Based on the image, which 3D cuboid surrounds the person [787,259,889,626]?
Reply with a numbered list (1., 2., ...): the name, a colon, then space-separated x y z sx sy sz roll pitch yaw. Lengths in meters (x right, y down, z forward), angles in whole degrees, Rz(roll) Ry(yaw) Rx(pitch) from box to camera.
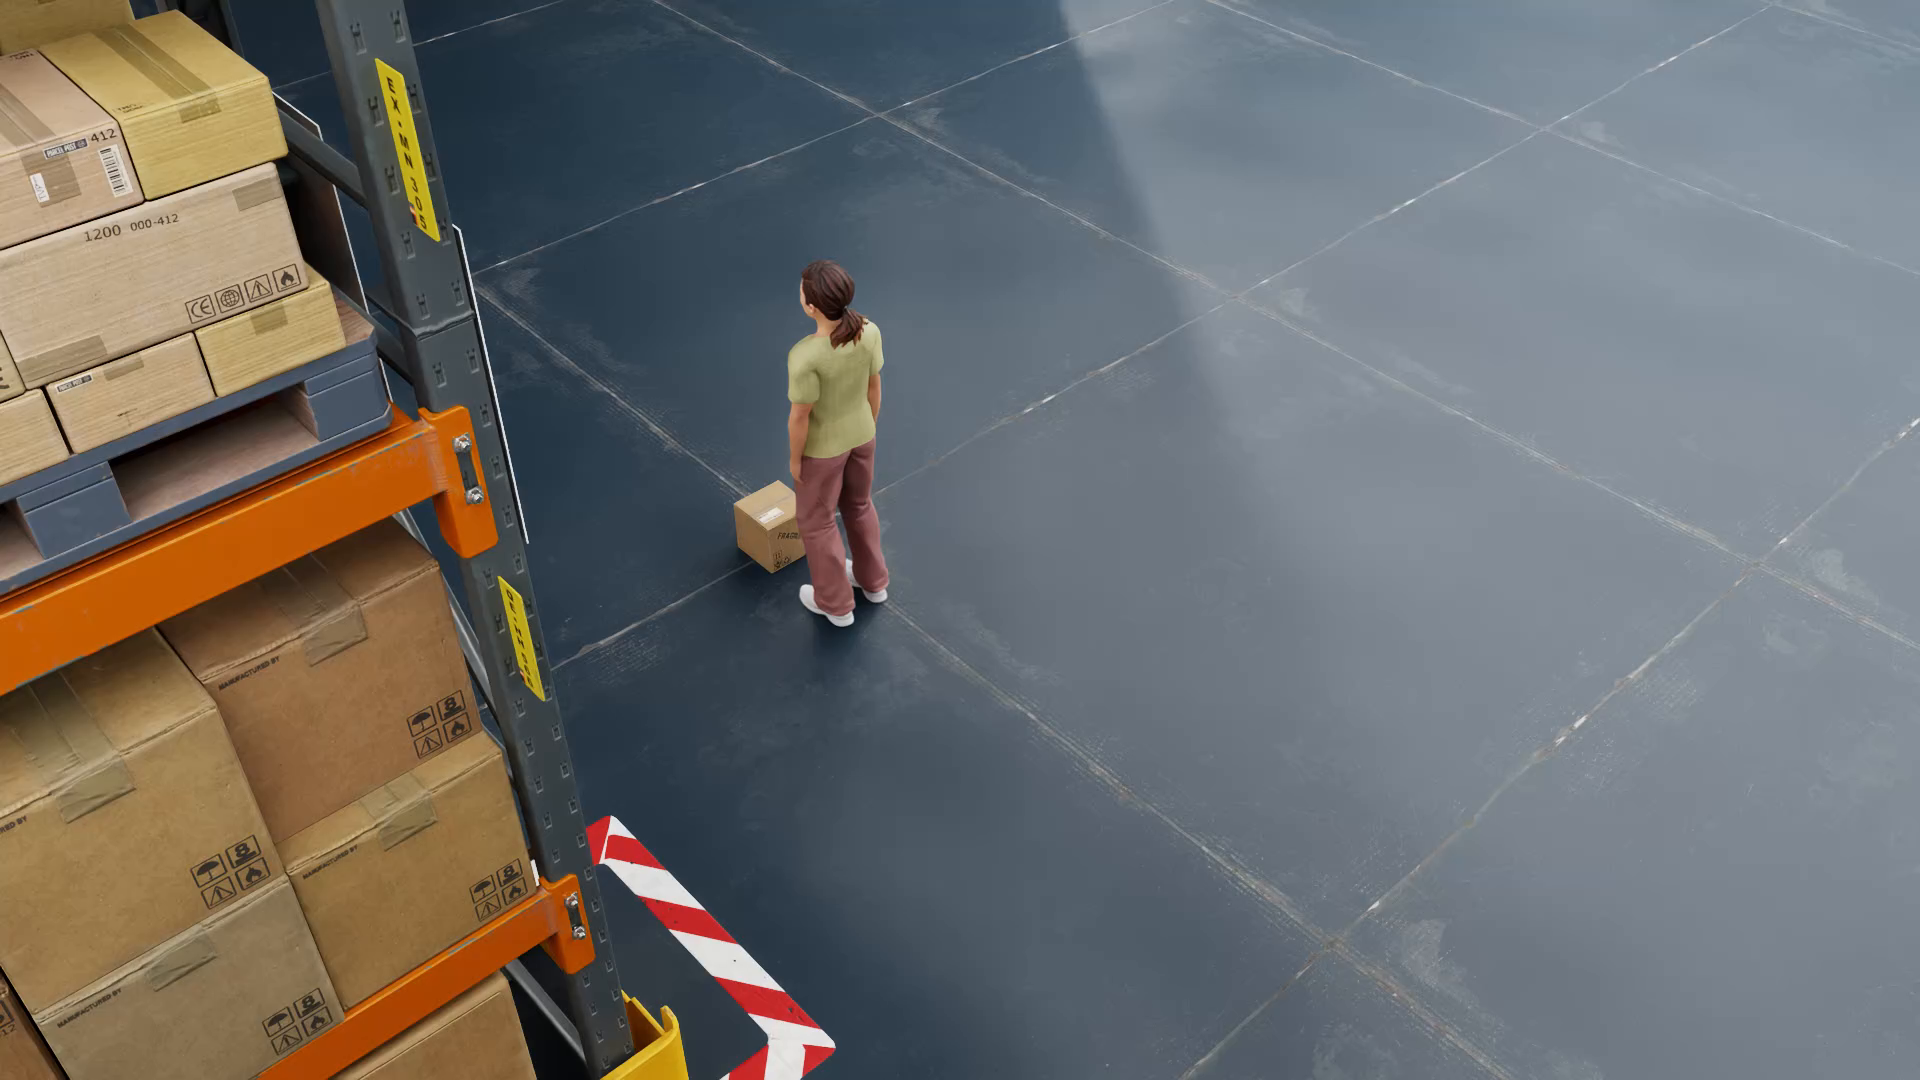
1. person: -0.501 -0.373 6.610 0.439 1.668 0.370 -29 48 -30
